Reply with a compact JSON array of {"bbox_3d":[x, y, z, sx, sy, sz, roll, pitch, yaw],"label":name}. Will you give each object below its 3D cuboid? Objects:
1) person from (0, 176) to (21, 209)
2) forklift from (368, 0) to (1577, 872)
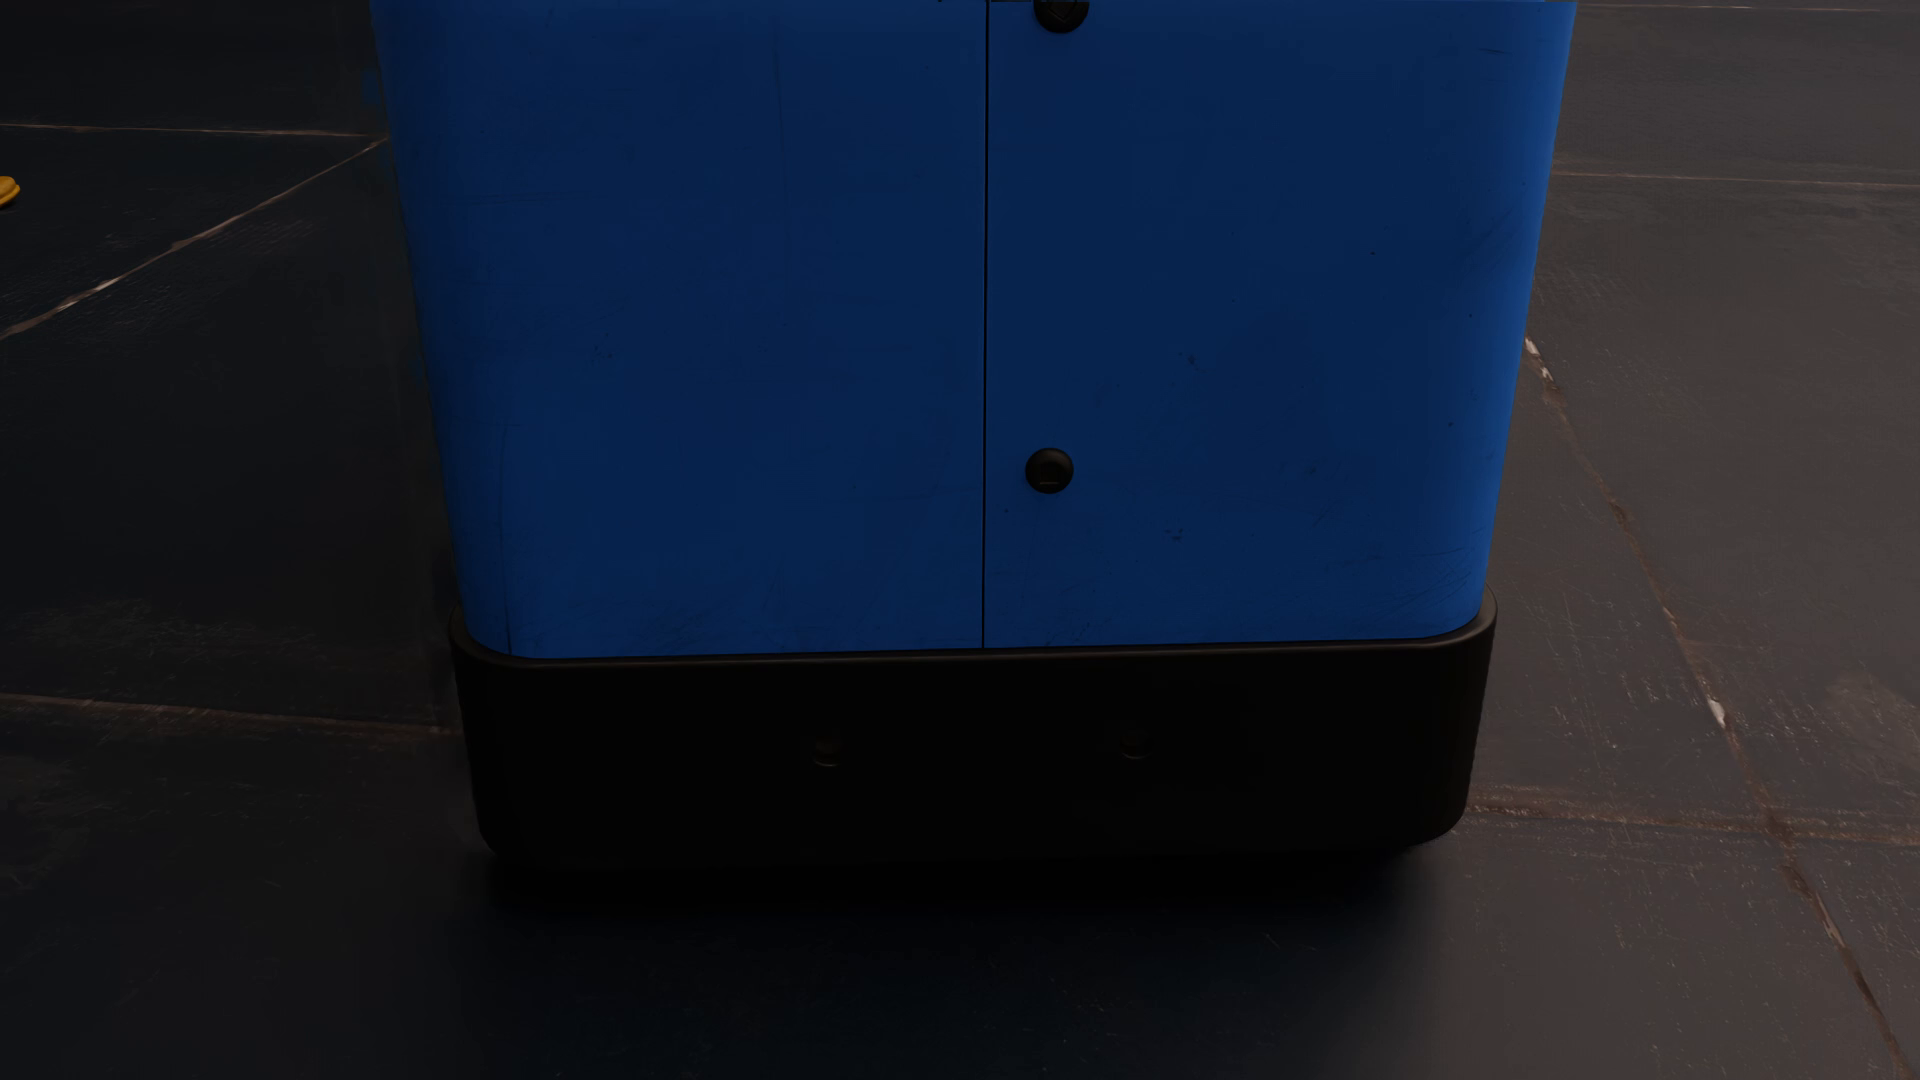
[{"bbox_3d":[-2.665,-1.620,3.769,0.552,1.771,0.382,12,29,22],"label":"person"},{"bbox_3d":[-0.046,-1.597,2.418,1.130,2.935,3.031,-1,27,-2],"label":"forklift"}]
